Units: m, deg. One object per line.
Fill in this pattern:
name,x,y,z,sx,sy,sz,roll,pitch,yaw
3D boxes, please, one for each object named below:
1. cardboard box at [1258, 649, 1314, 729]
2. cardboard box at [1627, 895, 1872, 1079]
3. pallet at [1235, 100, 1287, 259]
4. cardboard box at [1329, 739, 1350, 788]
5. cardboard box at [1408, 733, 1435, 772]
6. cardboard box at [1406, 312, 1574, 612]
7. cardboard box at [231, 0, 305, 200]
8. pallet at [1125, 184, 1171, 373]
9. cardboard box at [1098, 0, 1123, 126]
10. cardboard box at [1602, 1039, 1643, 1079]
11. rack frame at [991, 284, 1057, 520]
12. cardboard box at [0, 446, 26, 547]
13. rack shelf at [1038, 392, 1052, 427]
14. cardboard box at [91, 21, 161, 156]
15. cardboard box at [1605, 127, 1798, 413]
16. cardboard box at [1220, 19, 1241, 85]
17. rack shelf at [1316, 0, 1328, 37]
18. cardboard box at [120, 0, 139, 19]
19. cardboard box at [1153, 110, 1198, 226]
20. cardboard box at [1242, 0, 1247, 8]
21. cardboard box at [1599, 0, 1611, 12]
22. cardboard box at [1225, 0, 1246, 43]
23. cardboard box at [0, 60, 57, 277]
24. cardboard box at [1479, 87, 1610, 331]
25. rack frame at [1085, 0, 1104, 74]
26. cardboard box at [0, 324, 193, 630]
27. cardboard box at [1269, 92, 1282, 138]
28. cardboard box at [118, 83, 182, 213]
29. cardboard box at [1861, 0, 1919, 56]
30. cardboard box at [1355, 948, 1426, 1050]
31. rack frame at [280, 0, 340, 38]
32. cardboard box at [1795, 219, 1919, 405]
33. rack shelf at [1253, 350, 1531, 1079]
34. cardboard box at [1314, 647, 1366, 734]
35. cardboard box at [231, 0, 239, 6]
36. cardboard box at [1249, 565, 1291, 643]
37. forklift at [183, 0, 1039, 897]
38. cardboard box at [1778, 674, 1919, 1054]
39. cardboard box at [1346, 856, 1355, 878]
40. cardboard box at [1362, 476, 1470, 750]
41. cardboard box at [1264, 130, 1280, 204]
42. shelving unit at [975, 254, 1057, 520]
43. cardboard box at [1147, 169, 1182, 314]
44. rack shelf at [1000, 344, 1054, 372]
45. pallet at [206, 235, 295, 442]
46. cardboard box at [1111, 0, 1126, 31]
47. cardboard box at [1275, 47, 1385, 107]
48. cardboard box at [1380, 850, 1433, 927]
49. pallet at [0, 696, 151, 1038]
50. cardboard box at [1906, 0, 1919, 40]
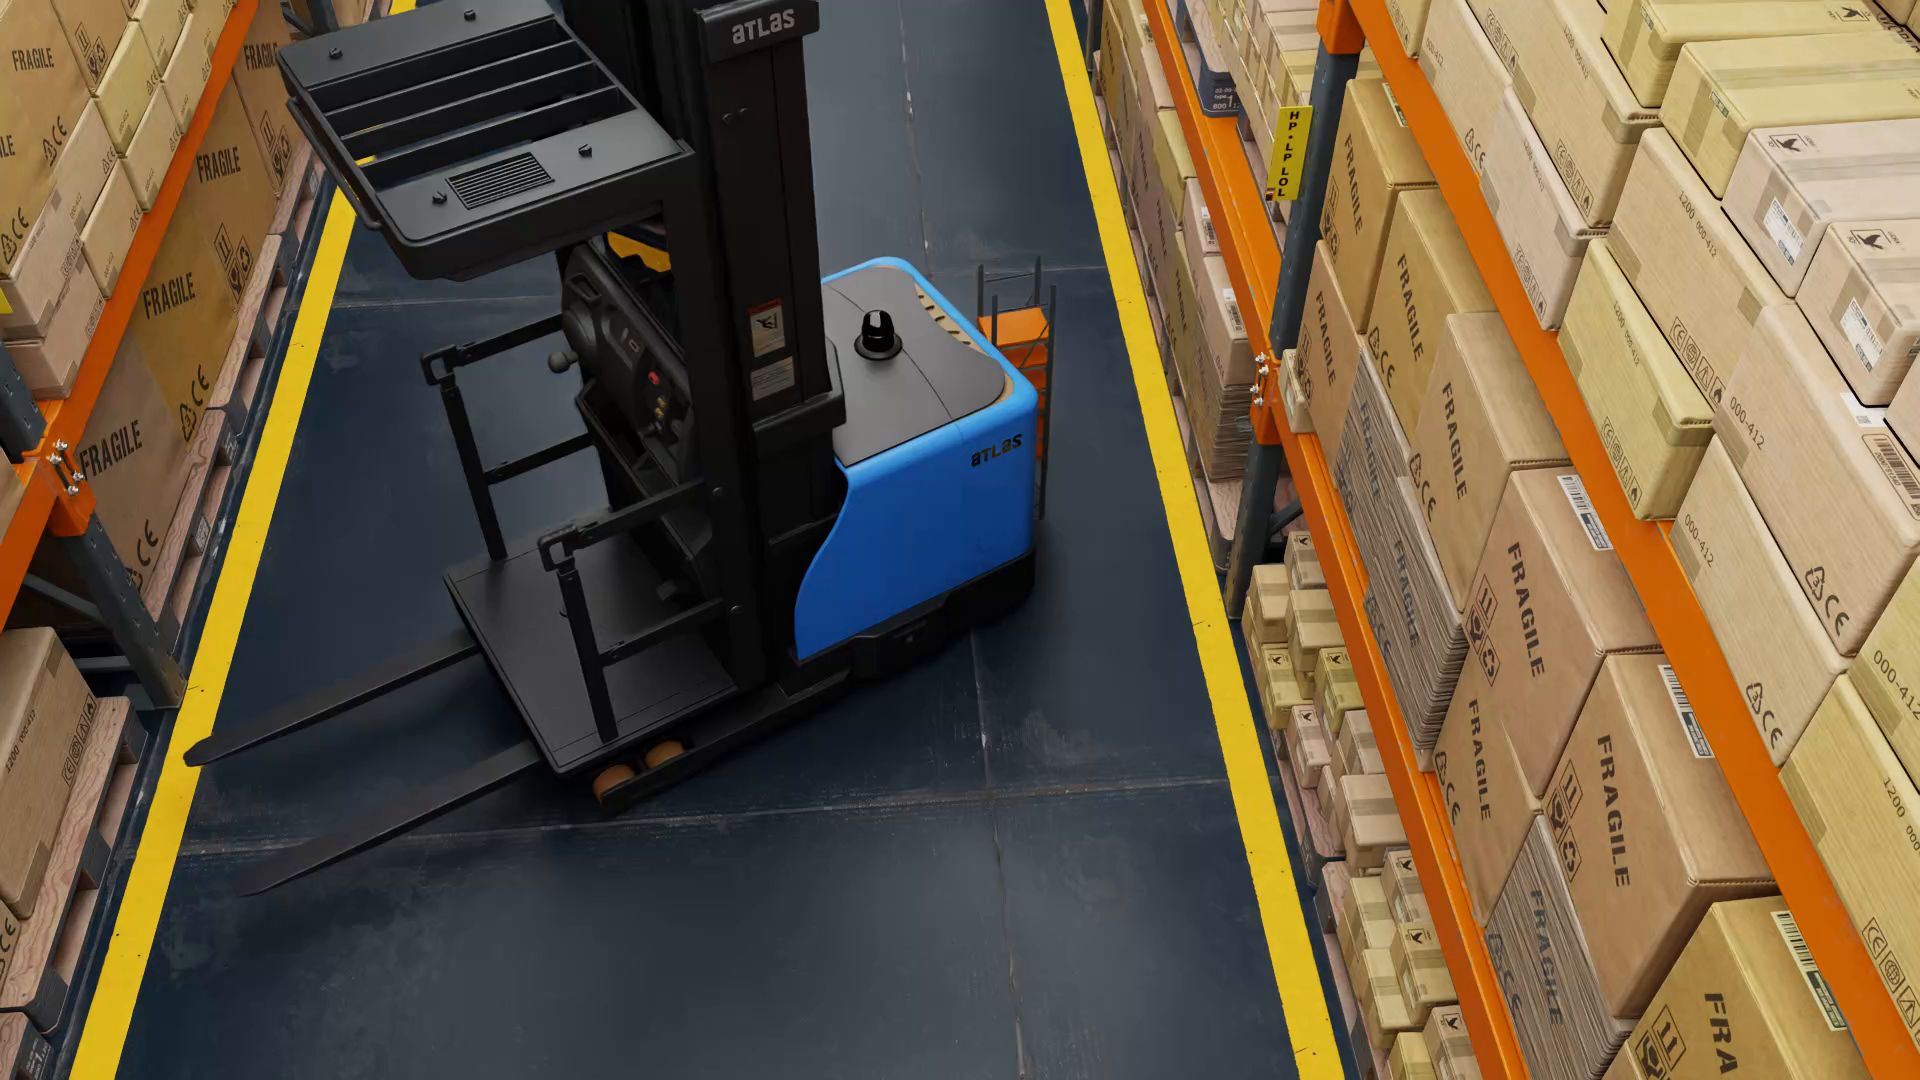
cardboard box,1.268,0.519,5.867,0.380,0.149,0.250,-2,47,-2
cardboard box,1.542,0.939,2.833,0.500,0.500,0.500,-5,47,-5
pallet,1.617,-1.288,6.036,1.003,0.211,1.213,-3,47,-3
cardboard box,1.434,0.770,5.424,0.380,0.149,0.250,-6,47,-5
cardboard box,1.392,0.469,4.413,0.380,0.149,0.250,-2,47,-2
cardboard box,1.401,-0.191,3.902,0.500,0.500,0.500,-3,47,-3
cardboard box,-3.748,-2.221,7.962,0.875,0.875,0.875,-4,47,-4
pallet,1.364,-1.281,7.818,1.003,0.211,1.213,-3,47,-3
cardboard box,1.006,-2.444,8.431,0.500,0.500,0.500,-5,47,-5
cardboard box,1.539,1.283,3.195,0.500,0.500,0.500,-4,47,-4
rack frame,0.230,-0.481,6.379,0.240,1.200,0.006,-11,48,-10
cardboard box,-3.095,-0.133,4.741,0.500,0.500,0.500,-3,47,-3
rack shelf,0.206,-0.515,6.472,0.258,0.103,0.180,-11,48,-10
cardboard box,-3.232,-1.616,5.974,0.500,0.250,0.500,-3,47,-3
cardboard box,1.464,-0.474,2.826,0.500,0.250,0.500,-5,47,-5
cardboard box,1.214,-1.876,6.345,0.380,0.149,0.250,-5,47,-5
rack shelf,1.368,-3.023,5.977,1.077,0.370,4.000,-3,47,-3
cardboard box,-3.298,-2.235,6.043,0.500,0.500,0.500,-4,47,-4
cardboard box,1.133,-1.613,7.127,0.500,0.250,0.500,-5,47,-5
cardboard box,1.225,-2.083,6.131,0.380,0.149,0.250,-5,47,-5
cardboard box,1.404,-1.102,3.146,0.380,0.149,0.250,-5,47,-5
cardboard box,1.217,-1.984,6.242,0.380,0.149,0.250,-6,47,-5
cardboard box,-3.139,-1.132,4.999,0.500,0.500,0.500,-3,47,-3
cardboard box,1.387,-0.681,3.367,0.500,0.250,0.500,-2,47,-2
rack frame,1.201,-3.686,8.175,1.000,3.000,0.127,-3,47,-3
cardboard box,-3.520,-0.276,6.119,0.875,0.875,0.875,-2,47,-2
cardboard box,1.283,-1.419,5.707,0.380,0.149,0.250,-3,47,-3
cardboard box,-3.234,-1.447,6.158,0.500,0.250,0.500,-4,47,-4
cardboard box,1.908,-0.871,3.202,0.500,0.250,0.500,-2,47,-2
cardboard box,1.387,1.337,4.887,0.380,0.149,0.250,-3,47,-3
rack frame,-3.723,-3.312,7.821,1.000,3.000,0.127,-3,47,-3
cardboard box,1.474,-0.338,2.423,0.380,0.149,0.250,-3,47,-2
rack shelf,1.703,0.902,4.325,1.077,0.370,4.000,-3,47,-3
cardboard box,1.393,0.484,5.490,0.380,0.149,0.250,-4,47,-4
cardboard box,-3.364,-2.542,7.195,0.500,0.250,0.500,-3,47,-3
cardboard box,1.247,0.223,5.942,0.380,0.149,0.250,-2,47,-1
forklift,-1.229,-0.500,5.205,3.031,2.935,1.130,-25,51,-22
cardboard box,1.519,0.440,2.304,0.500,0.250,0.500,-3,47,-3
cardboard box,1.469,1.069,5.346,0.380,0.149,0.250,-5,47,-5
cardboard box,1.381,0.169,4.250,0.500,0.500,0.500,-4,47,-4
cardboard box,1.283,-1.313,5.812,0.380,0.149,0.250,-3,47,-3
shelving unit,0.206,-0.545,6.440,0.258,1.200,0.189,-11,48,-10
cardboard box,1.142,-1.340,7.385,0.500,0.500,0.500,-4,47,-4
rack shelf,0.206,-0.680,6.298,0.258,0.103,0.180,-11,48,-10
pallet,-3.633,-0.898,7.455,1.003,0.211,1.213,-3,47,-3
cardboard box,1.018,-2.715,8.172,0.500,0.250,0.500,-5,47,-5
cardboard box,1.284,-1.528,5.605,0.380,0.149,0.250,-5,47,-4
cardboard box,1.482,1.052,4.952,0.380,0.149,0.250,-5,47,-5
pallet,-3.403,1.096,5.567,1.003,0.211,1.213,-3,47,-3
cardboard box,1.968,-0.937,2.990,0.380,0.149,0.250,-4,47,-4
